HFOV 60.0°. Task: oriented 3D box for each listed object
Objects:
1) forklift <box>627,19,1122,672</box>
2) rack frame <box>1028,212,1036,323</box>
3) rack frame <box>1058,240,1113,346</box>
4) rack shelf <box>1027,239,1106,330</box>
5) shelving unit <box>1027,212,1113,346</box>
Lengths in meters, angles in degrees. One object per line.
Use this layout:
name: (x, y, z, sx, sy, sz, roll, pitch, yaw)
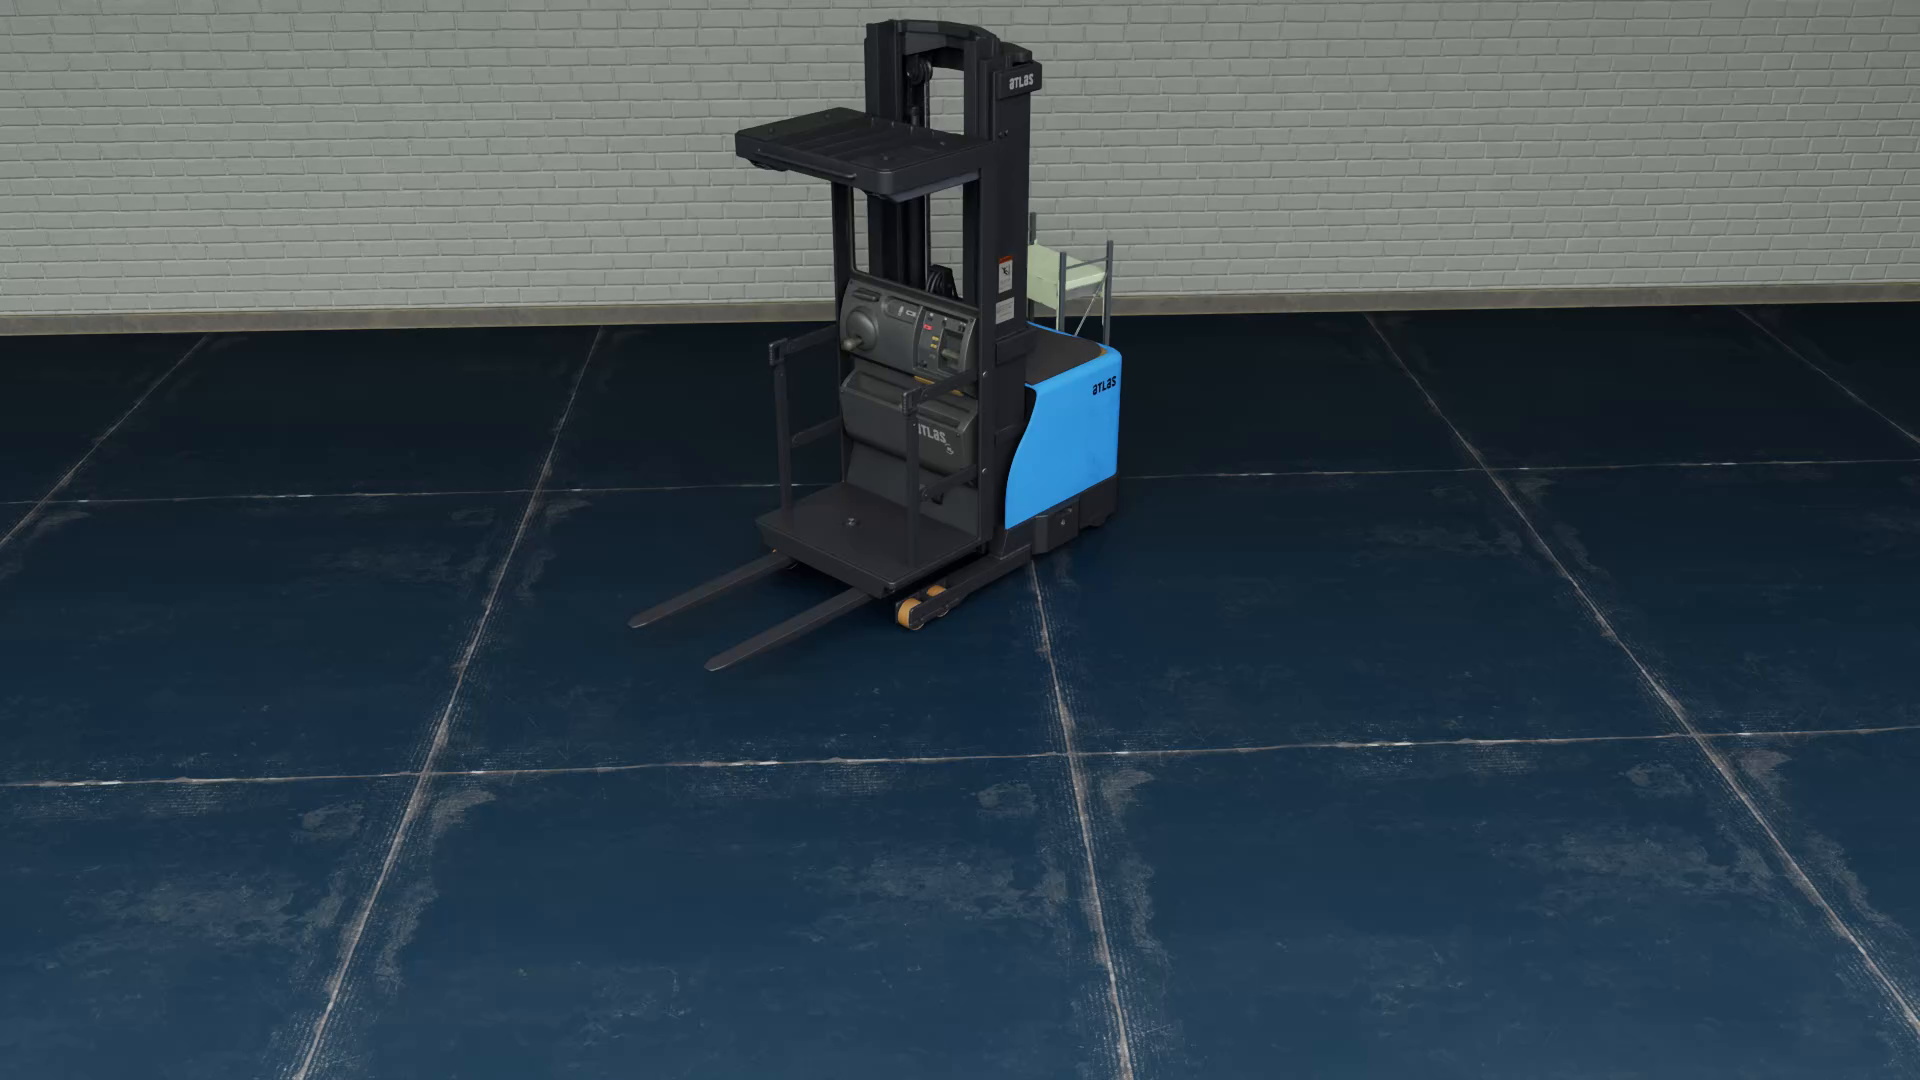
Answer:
forklift: (-0.424, -1.087, 8.664, 1.130, 2.935, 3.031, 23, 35, 37)
rack frame: (0.313, -1.343, 10.702, 0.400, 1.500, 0.023, -19, 33, -32)
rack frame: (0.751, -1.071, 10.182, 0.400, 1.500, 0.023, -19, 33, -32)
rack shelf: (0.532, -1.553, 10.262, 0.431, 0.370, 0.720, -19, 33, -32)
shelving unit: (0.532, -1.207, 10.442, 0.431, 1.500, 0.755, -19, 33, -32)
